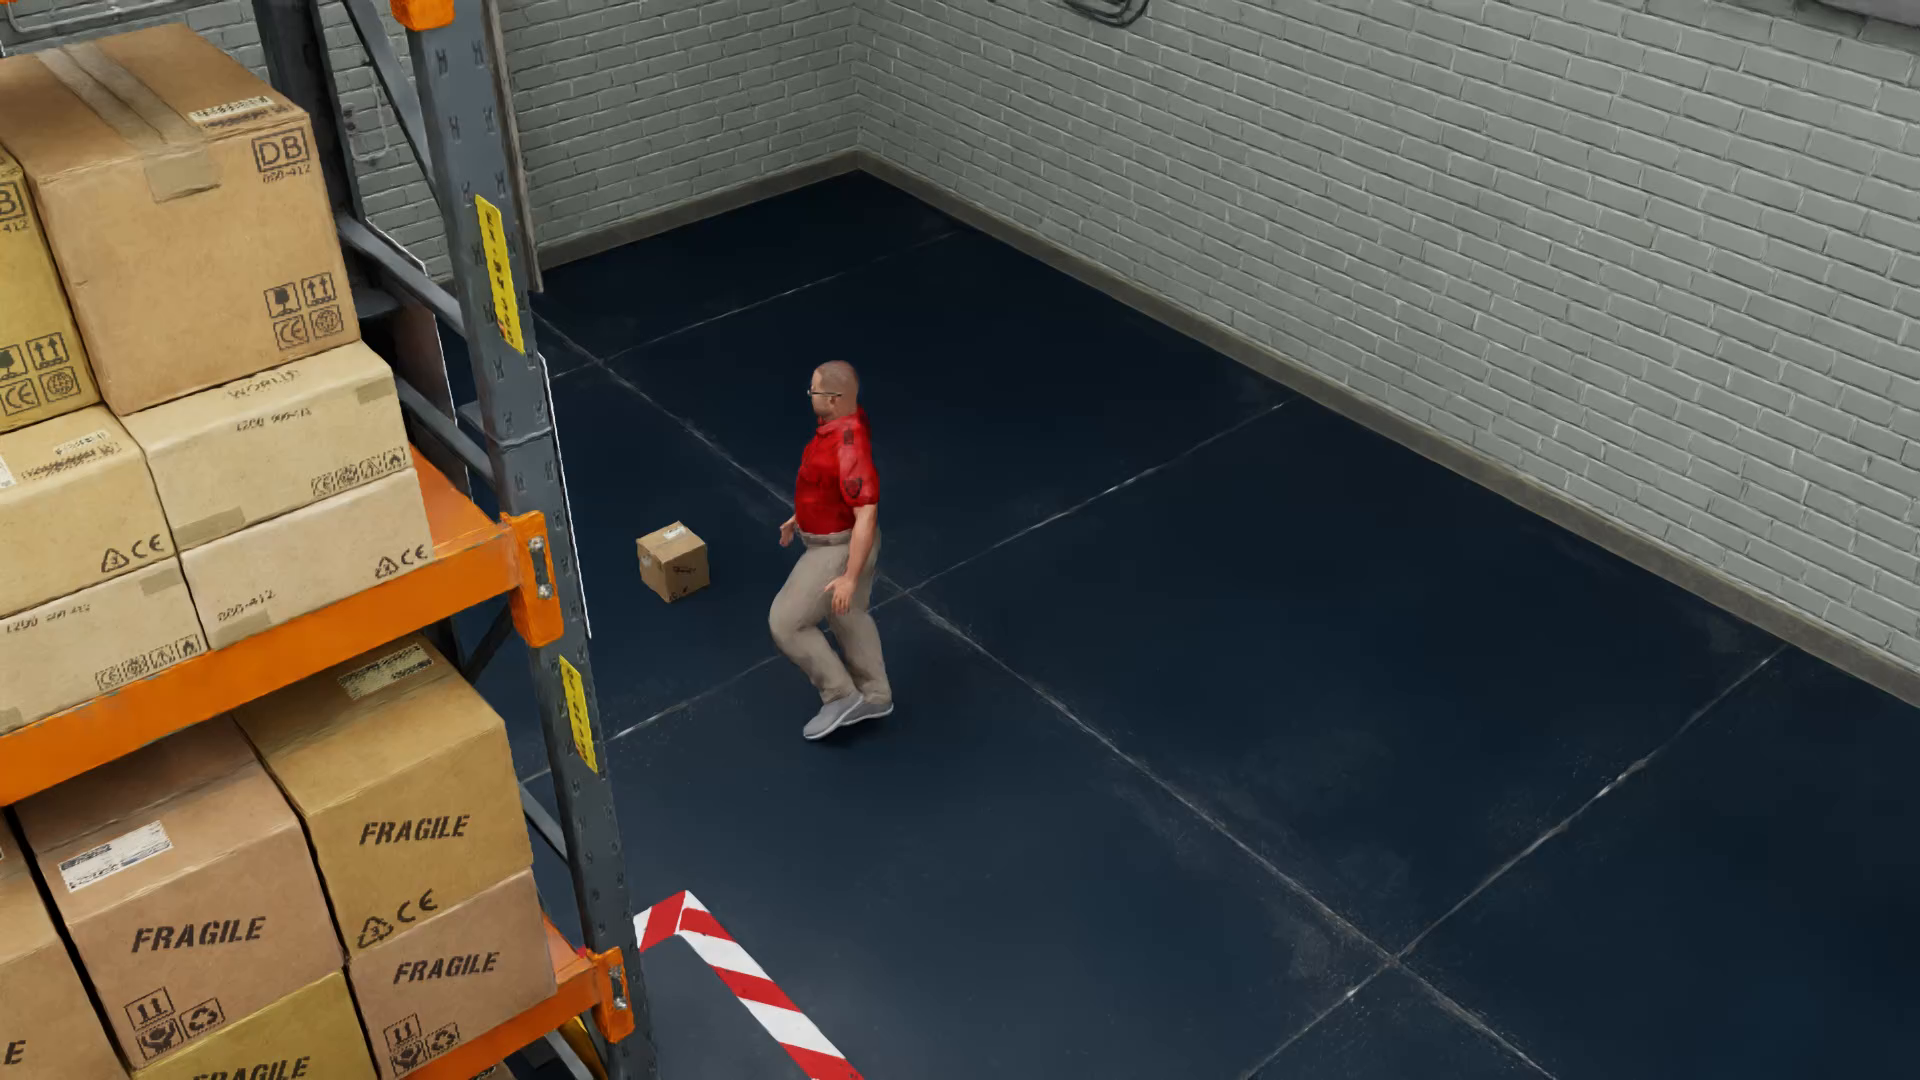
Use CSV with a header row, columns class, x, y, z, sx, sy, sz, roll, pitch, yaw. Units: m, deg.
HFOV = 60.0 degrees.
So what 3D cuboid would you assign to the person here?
class,x,y,z,sx,sy,sz,roll,pitch,yaw
person,-0.559,0.043,7.048,0.520,1.693,0.703,0,36,0
